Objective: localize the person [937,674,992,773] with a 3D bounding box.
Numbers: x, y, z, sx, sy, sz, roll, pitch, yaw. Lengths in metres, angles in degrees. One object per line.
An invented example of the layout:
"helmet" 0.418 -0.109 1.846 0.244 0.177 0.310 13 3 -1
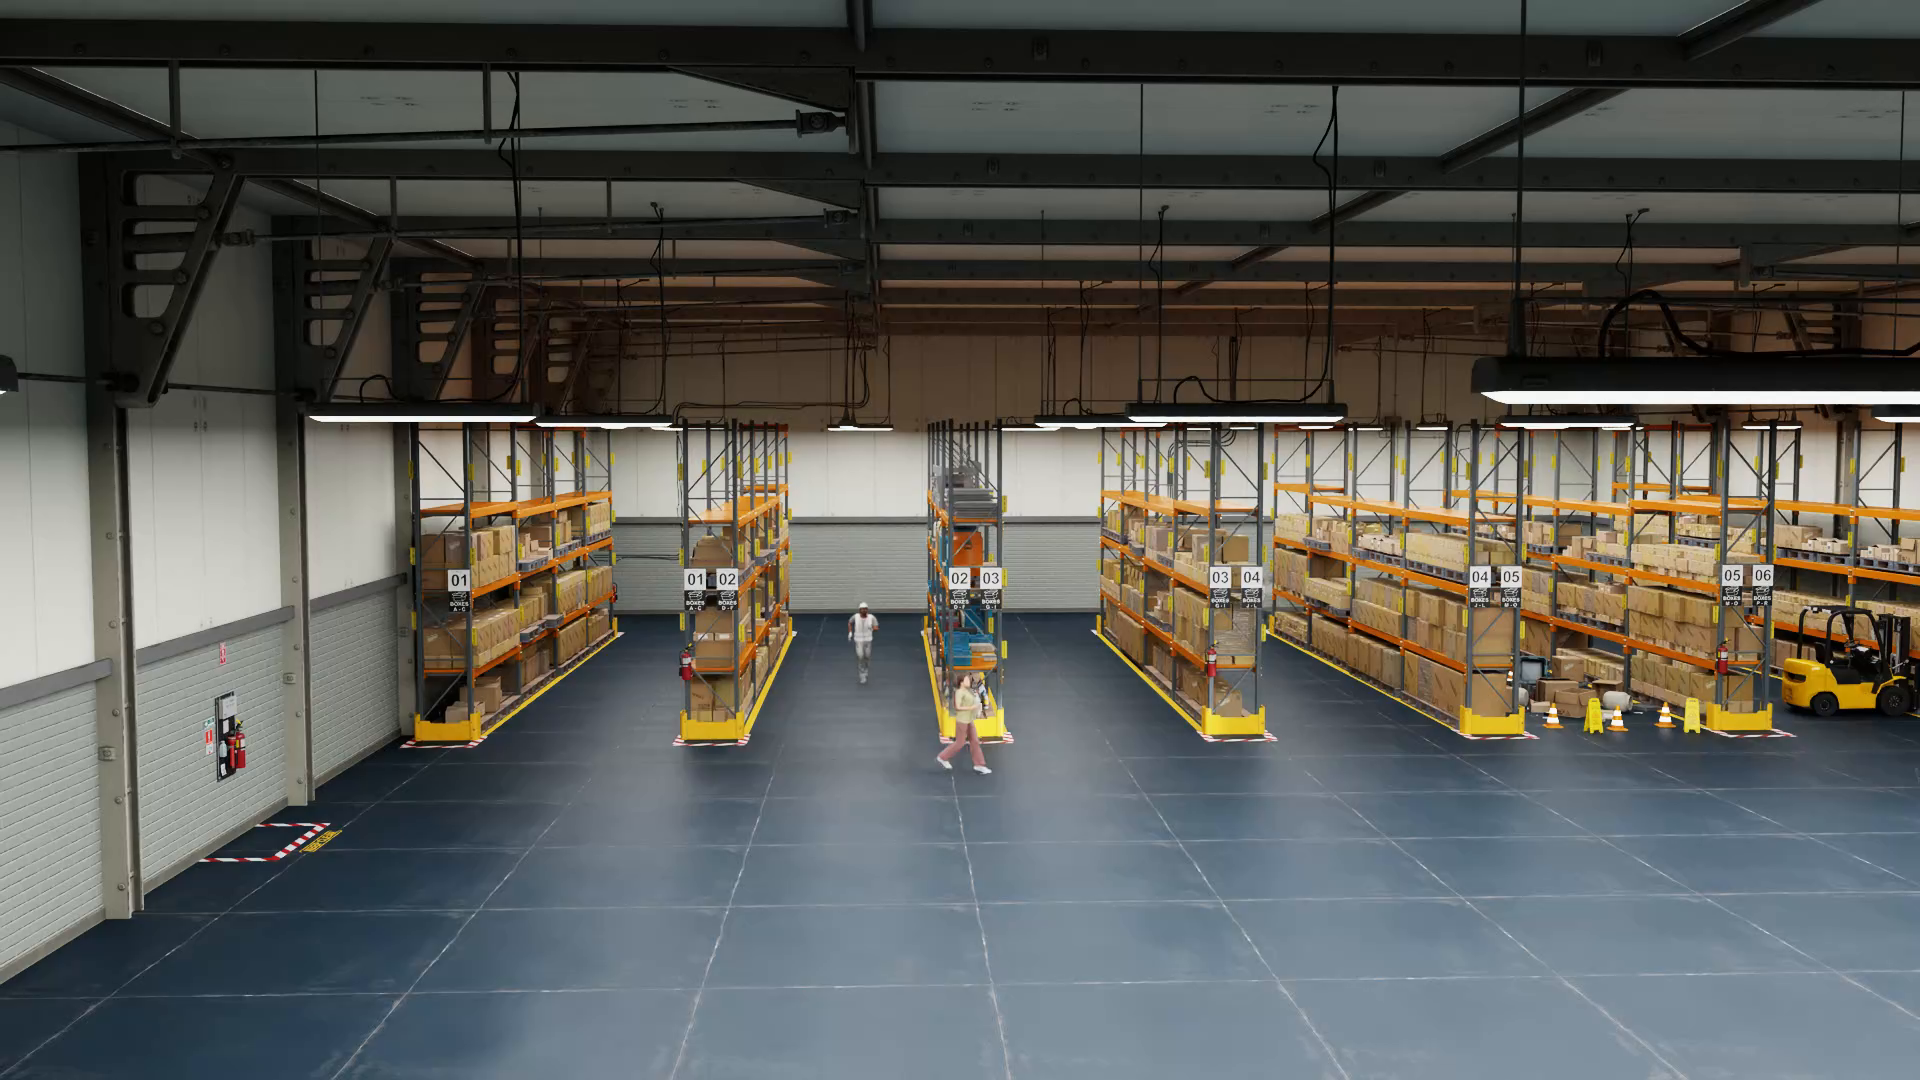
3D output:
"person" 0.064 3.073 27.926 0.951 1.673 0.574 1 4 20

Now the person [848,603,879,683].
"person" -2.222 2.340 38.402 0.674 1.803 0.956 -1 4 -11

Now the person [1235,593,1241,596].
"person" 8.118 1.858 48.608 0.728 1.492 0.475 3 5 40
